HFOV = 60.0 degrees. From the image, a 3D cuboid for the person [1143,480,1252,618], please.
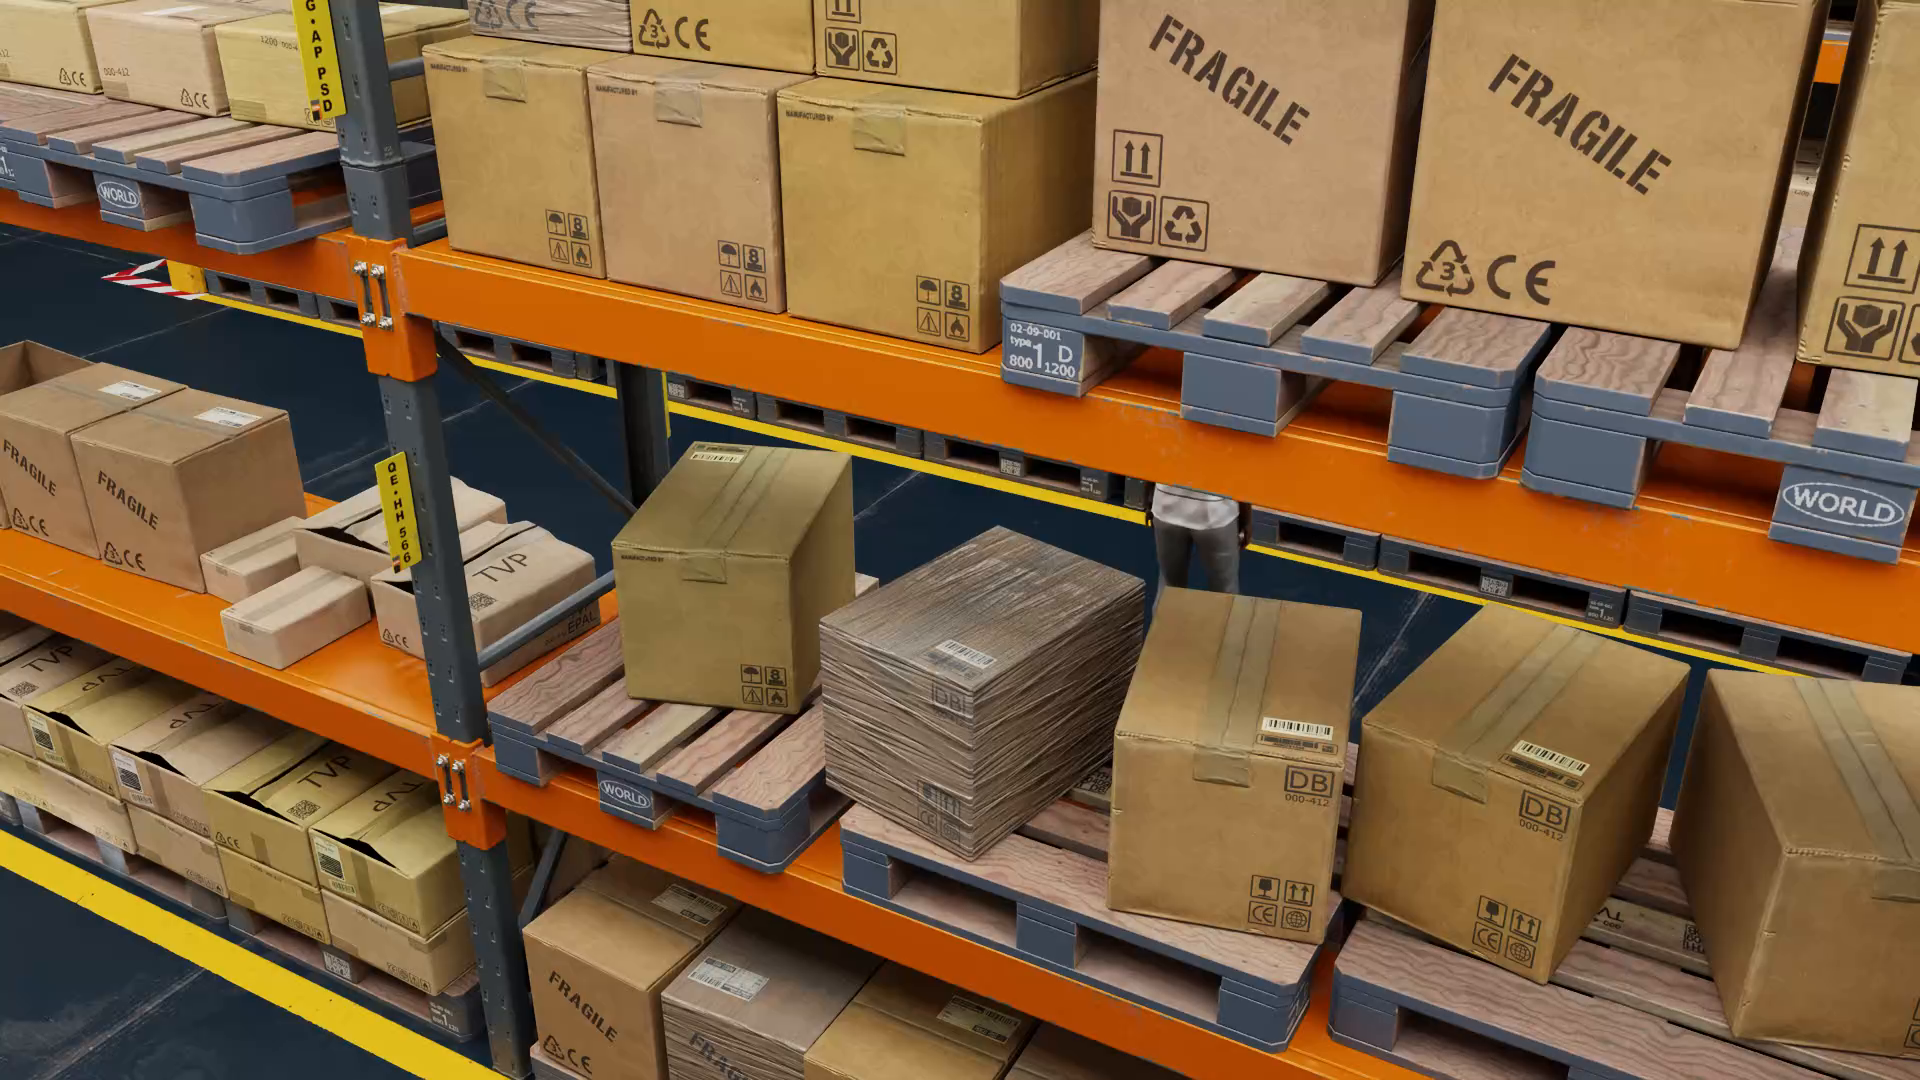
[{"bbox_3d":[1.060,-0.110,7.336,0.524,1.658,0.395,12,29,23],"label":"person"}]
